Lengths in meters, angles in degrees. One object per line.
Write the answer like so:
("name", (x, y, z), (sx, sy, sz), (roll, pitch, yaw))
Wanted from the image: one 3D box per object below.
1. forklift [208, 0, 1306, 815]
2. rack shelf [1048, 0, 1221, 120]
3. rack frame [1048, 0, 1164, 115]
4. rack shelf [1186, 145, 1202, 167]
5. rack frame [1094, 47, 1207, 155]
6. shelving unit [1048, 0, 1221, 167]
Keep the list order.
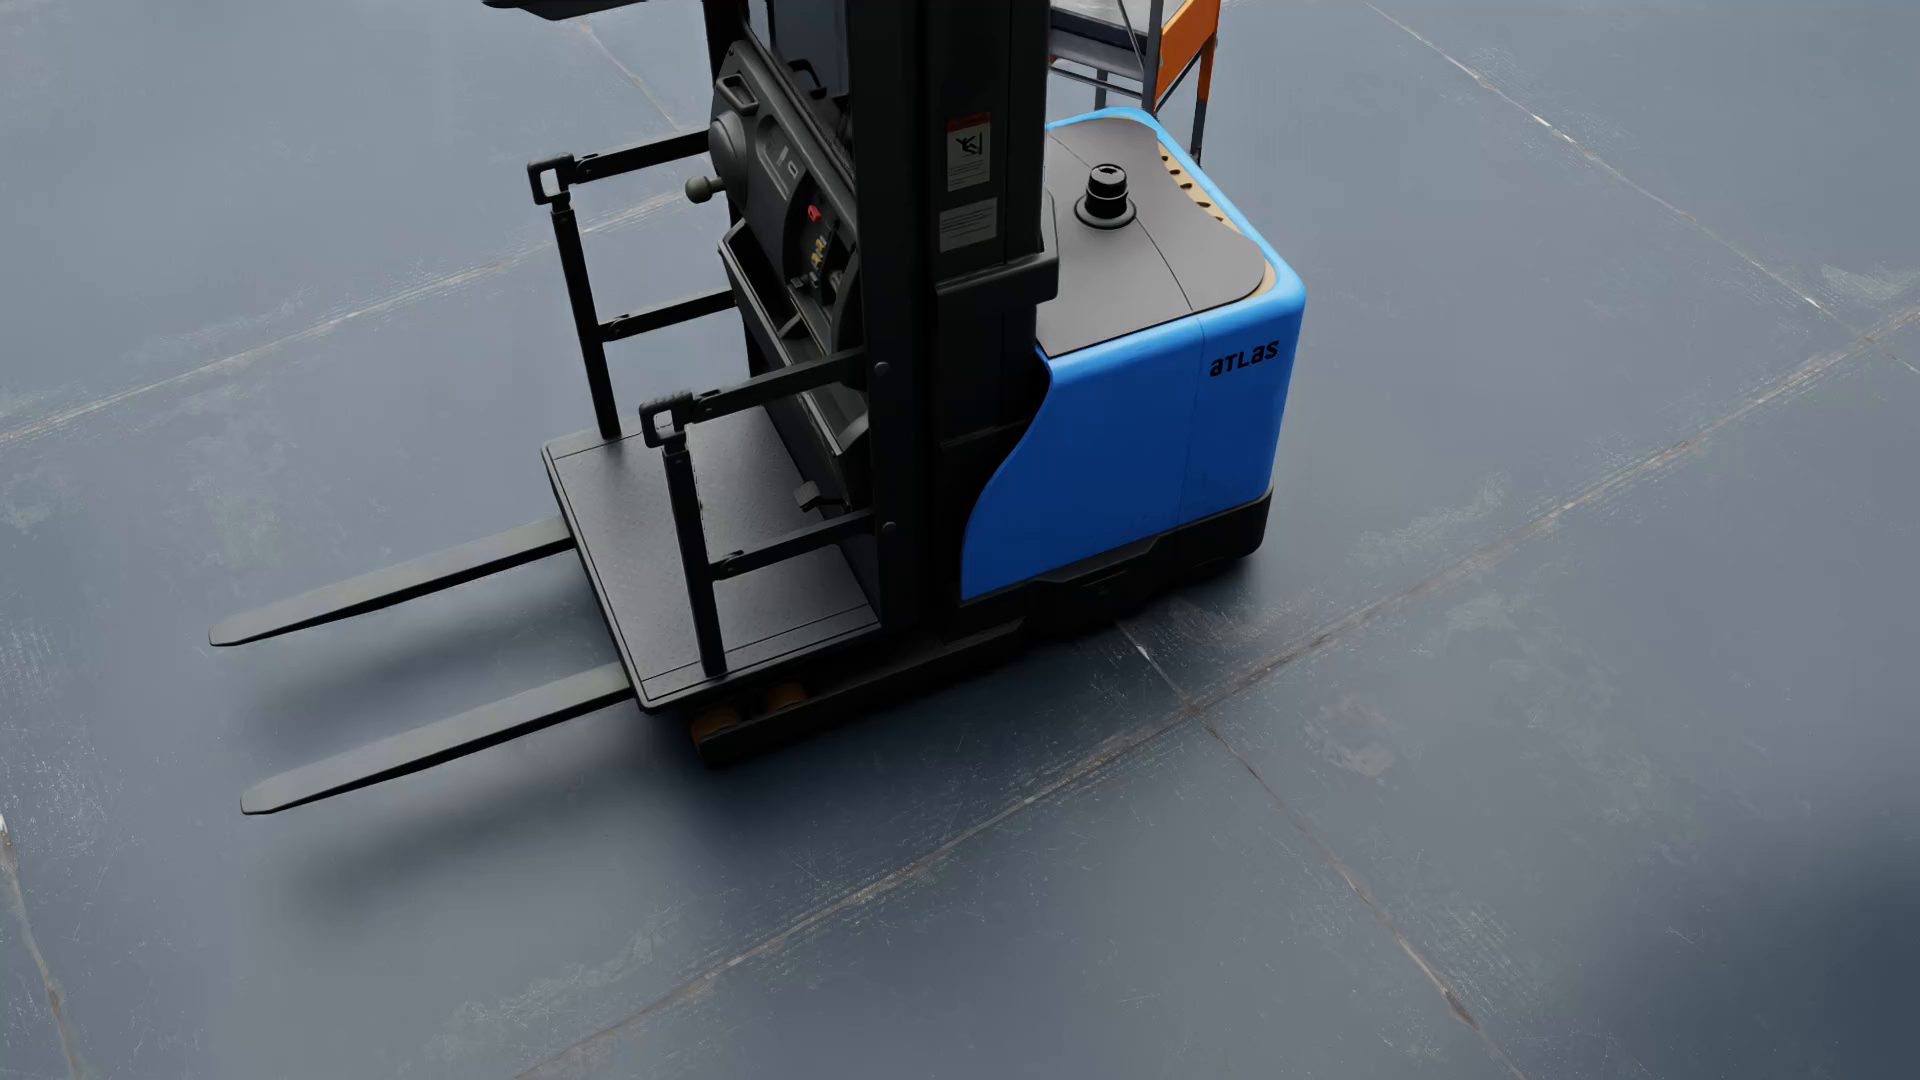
("forklift", (-0.618, -0.805, 4.004), (3.031, 2.935, 1.130), (-19, 51, -16))
("rack shelf", (0.526, -1.548, 5.241), (0.431, 0.518, 0.480), (22, 52, 19))
("rack frame", (0.408, -1.397, 5.088), (0.400, 2.100, 0.015), (22, 52, 19))
("rack shelf", (0.526, -1.082, 5.763), (0.431, 0.518, 0.480), (22, 52, 19))
("rack frame", (0.644, -1.716, 5.372), (0.400, 2.100, 0.015), (22, 52, 19))
("shelving unit", (0.526, -1.557, 5.230), (0.431, 2.100, 0.503), (22, 52, 19))
